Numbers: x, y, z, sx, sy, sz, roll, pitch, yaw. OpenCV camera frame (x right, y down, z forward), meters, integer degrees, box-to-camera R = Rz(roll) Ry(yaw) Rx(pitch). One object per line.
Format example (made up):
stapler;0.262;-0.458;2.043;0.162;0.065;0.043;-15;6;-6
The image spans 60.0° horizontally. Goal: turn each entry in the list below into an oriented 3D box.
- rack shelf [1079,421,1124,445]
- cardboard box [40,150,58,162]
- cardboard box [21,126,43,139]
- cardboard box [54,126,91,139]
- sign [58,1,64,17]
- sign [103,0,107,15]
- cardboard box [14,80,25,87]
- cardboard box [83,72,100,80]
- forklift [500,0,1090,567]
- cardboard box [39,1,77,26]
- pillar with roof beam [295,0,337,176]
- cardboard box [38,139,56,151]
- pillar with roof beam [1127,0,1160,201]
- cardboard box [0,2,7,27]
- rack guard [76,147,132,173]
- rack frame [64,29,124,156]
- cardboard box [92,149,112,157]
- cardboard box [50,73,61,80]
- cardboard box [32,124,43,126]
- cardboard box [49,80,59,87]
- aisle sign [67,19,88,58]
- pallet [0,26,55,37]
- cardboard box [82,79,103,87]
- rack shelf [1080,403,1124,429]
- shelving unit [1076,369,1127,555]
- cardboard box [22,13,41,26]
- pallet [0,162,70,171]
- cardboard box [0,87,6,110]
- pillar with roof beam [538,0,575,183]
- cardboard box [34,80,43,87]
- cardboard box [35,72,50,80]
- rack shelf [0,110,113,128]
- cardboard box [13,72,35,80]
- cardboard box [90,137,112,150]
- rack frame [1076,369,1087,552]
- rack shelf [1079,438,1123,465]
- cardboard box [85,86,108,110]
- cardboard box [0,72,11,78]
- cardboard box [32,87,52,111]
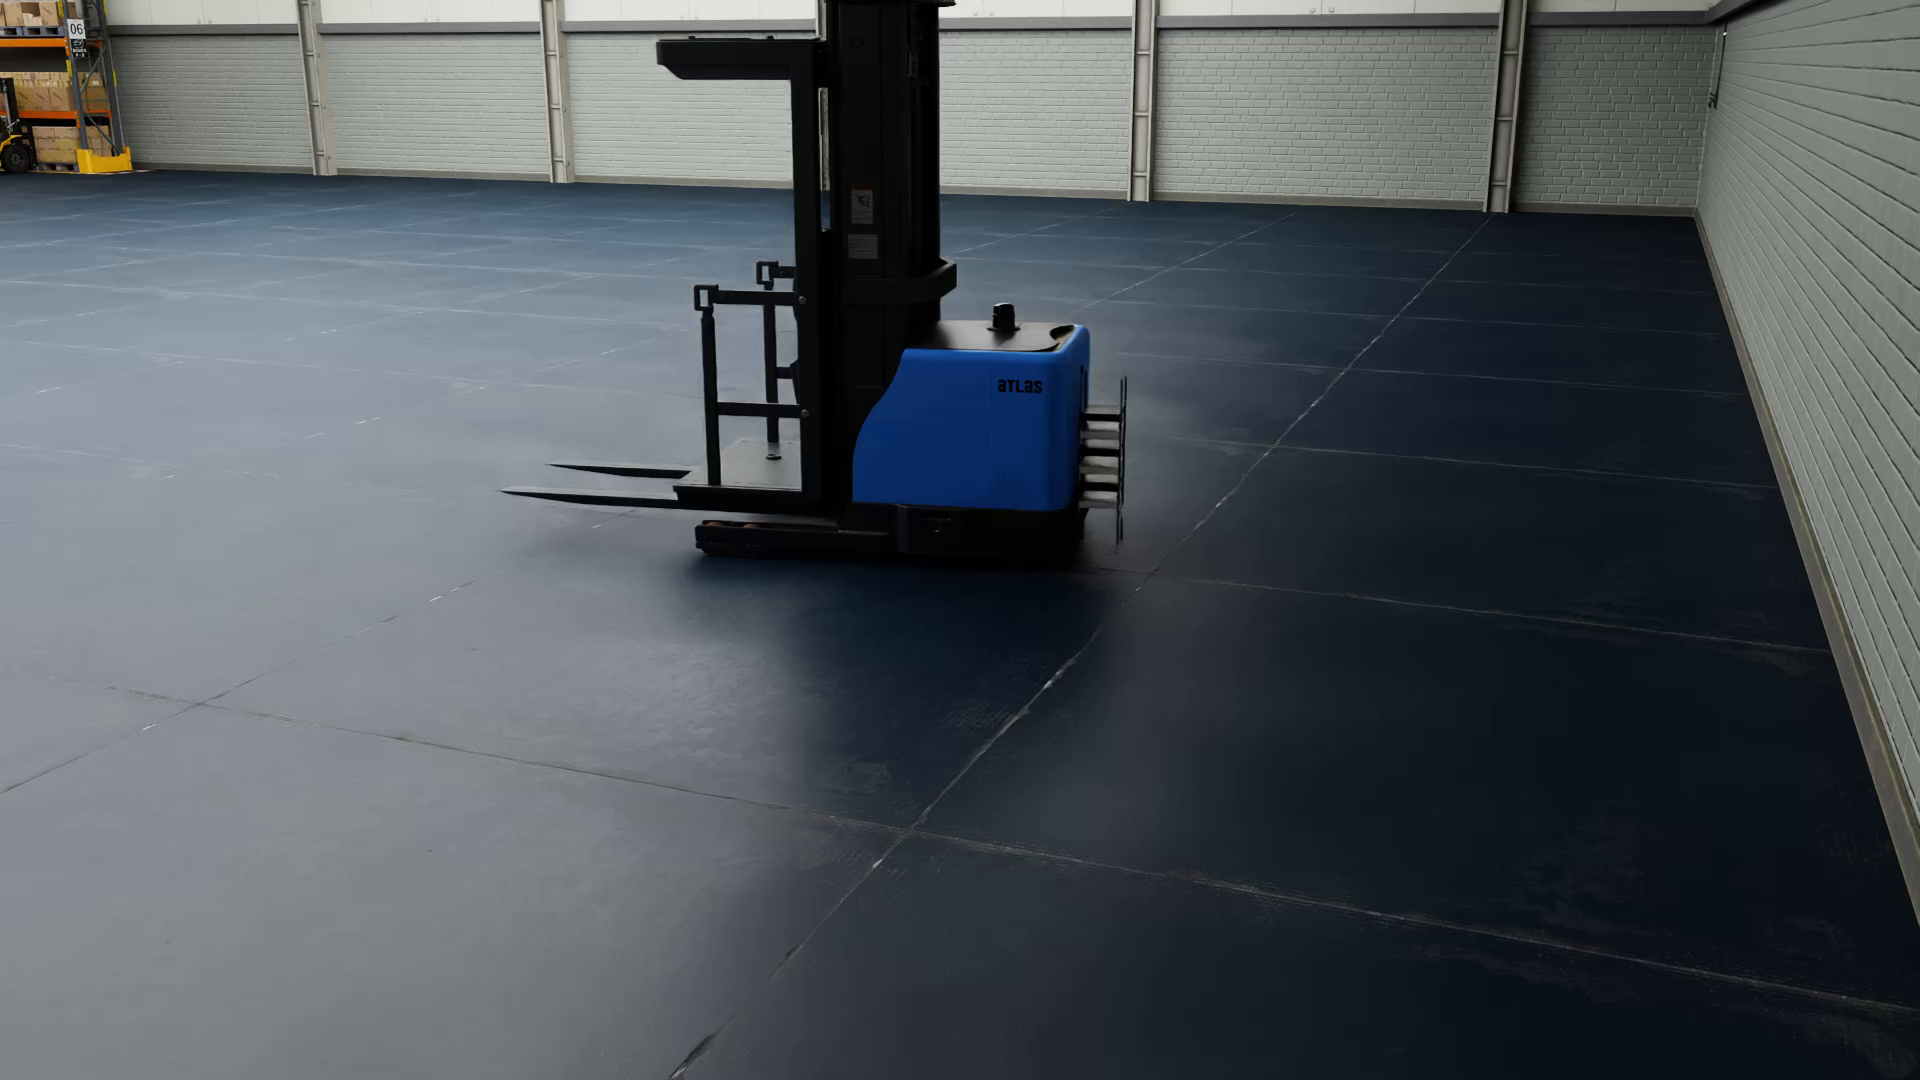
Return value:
rack shelf;0.717;-0.537;8.384;0.200;0.077;0.258;3;16;11
cardboard box;-19.849;-8.466;36.634;0.500;0.250;0.500;6;17;21
cardboard box;-20.330;-8.993;36.654;0.500;0.250;0.500;7;17;21
cardboard box;-19.380;-8.893;36.311;0.500;0.250;0.500;7;18;22
sign;-19.049;-11.254;35.231;0.005;0.325;0.100;6;17;21
sign;-18.628;-11.607;36.184;0.005;0.325;0.100;6;17;21
cardboard box;-20.465;-10.012;36.439;0.250;0.149;0.380;6;17;21
cardboard box;-19.071;-10.157;36.405;0.250;0.149;0.380;6;17;20
forklift;-0.876;-1.462;8.452;3.031;2.935;1.130;3;16;11
cardboard box;-19.338;-11.286;35.675;0.500;0.500;0.500;7;18;22
pillar with roof beam;-15.152;-11.021;30.496;0.400;9.000;9.100;6;17;21
cardboard box;-19.867;-8.709;36.576;0.500;0.250;0.500;6;17;20
pillar with roof beam;1.592;-9.180;24.153;0.400;9.000;9.100;6;17;21
cardboard box;-20.785;-11.488;36.366;0.637;0.503;0.797;7;18;22
rack guard;-18.815;-8.362;36.582;0.348;0.500;1.175;6;17;21
rack frame;-18.837;-9.565;36.242;0.127;3.000;1.000;6;17;21
cardboard box;-19.222;-8.547;36.914;0.500;0.250;0.500;6;17;21
cardboard box;-19.489;-10.067;36.093;0.250;0.149;0.380;6;17;21
cardboard box;-20.616;-9.183;37.311;0.500;0.250;0.500;6;17;20
cardboard box;-19.511;-9.906;36.073;0.250;0.149;0.380;7;17;22
aisle sign;-18.884;-10.731;35.594;0.004;0.787;0.394;6;17;21
pallet;-20.624;-11.167;36.537;1.213;0.211;1.003;6;17;21
cardboard box;-19.058;-10.027;36.489;0.250;0.149;0.380;6;17;19
rack shelf;0.717;-0.624;8.359;0.200;0.077;0.258;3;16;11
shelving unit;0.717;-0.396;8.425;0.210;0.900;0.258;3;16;11
cardboard box;-19.955;-11.223;35.880;0.258;0.266;0.396;6;17;21
pallet;-20.695;-8.419;37.294;1.213;0.211;1.003;6;17;21
cardboard box;-20.819;-9.752;36.705;0.500;0.500;0.500;6;17;21
pillar with roof beam;-9.571;-10.407;28.382;0.400;9.000;9.100;6;17;21
cardboard box;-19.956;-9.977;36.316;0.250;0.149;0.380;6;17;20
cardboard box;-19.946;-10.131;36.315;0.250;0.149;0.380;6;17;21
rack shelf;-20.698;-9.424;37.047;4.000;0.370;1.077;6;17;21
cardboard box;-20.472;-10.154;36.394;0.250;0.149;0.380;7;17;22
cardboard box;-19.198;-8.788;36.848;0.500;0.250;0.500;7;17;22
rack frame;0.617;-0.402;8.443;0.006;0.900;0.240;3;16;11
rack shelf;0.717;-0.451;8.409;0.200;0.077;0.258;3;16;11
cardboard box;-19.196;-9.736;36.651;0.500;0.500;0.500;7;18;22
cardboard box;-20.905;-10.235;36.673;0.250;0.149;0.380;6;17;21
cardboard box;-19.871;-9.651;36.358;0.500;0.500;0.500;7;18;22
